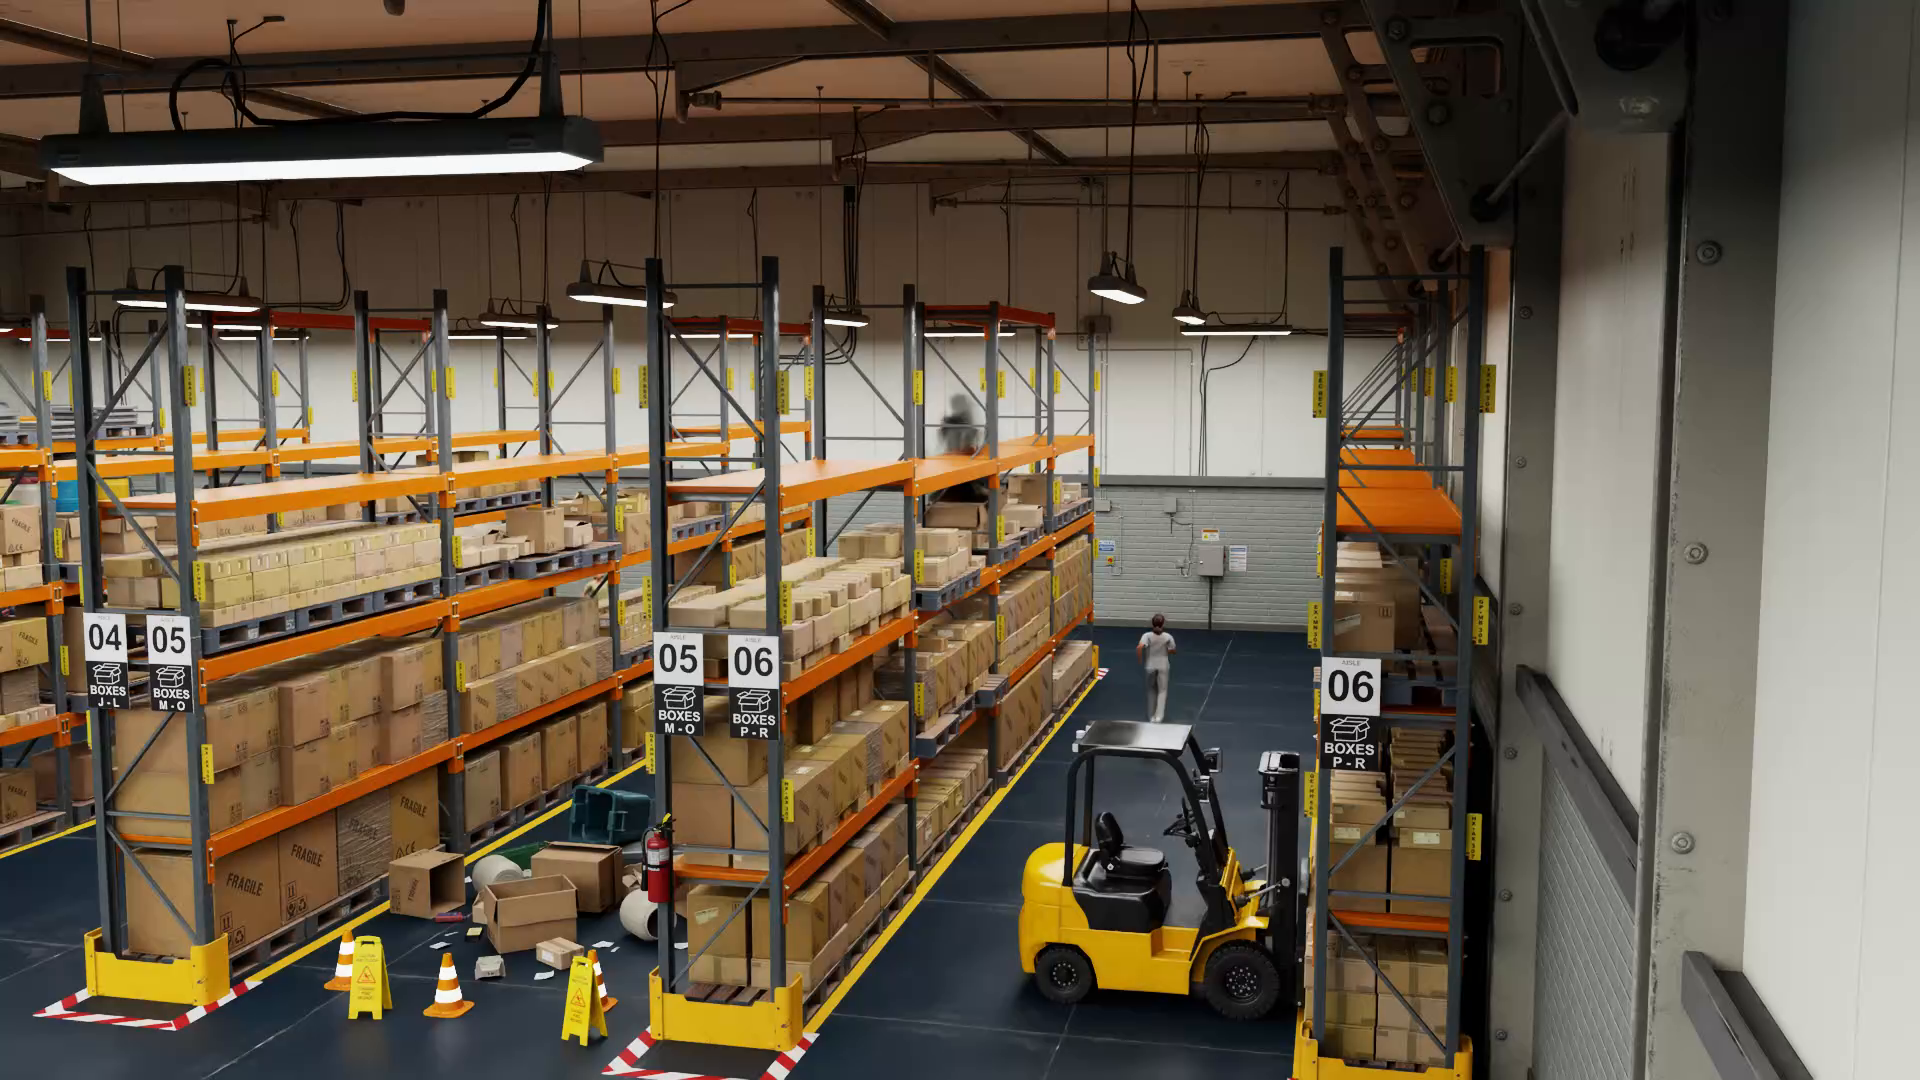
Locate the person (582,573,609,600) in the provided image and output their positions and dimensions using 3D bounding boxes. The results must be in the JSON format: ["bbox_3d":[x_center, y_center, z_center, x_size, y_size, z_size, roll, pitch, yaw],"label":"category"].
[{"bbox_3d":[-6.543,1.288,30.369,0.654,1.626,0.521,-2,6,-20],"label":"person"}]

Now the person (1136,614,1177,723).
[{"bbox_3d":[2.833,1.889,23.940,0.556,1.674,0.946,1,6,12],"label":"person"}]
